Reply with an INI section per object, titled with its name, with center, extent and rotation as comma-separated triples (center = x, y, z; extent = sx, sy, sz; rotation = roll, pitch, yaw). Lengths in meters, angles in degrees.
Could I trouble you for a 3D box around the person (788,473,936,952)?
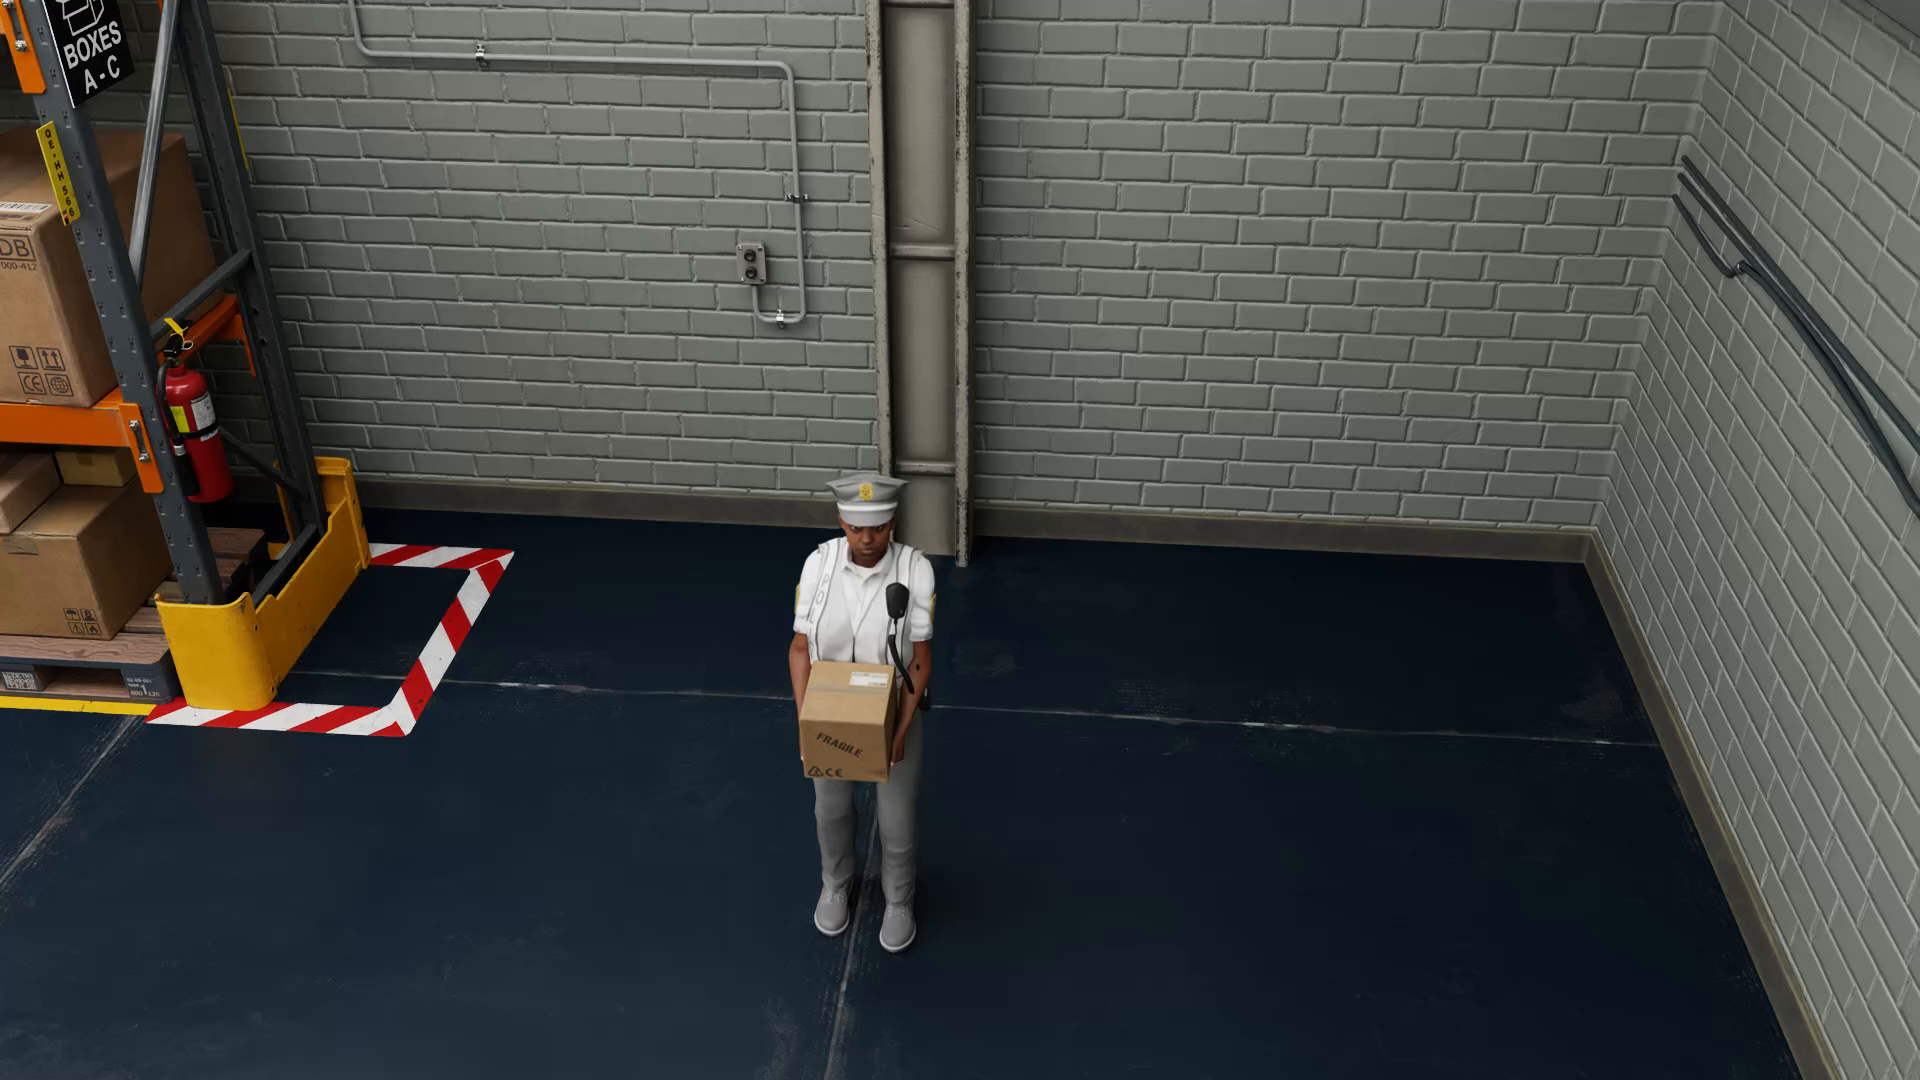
[person]
center = -0.307, 0.575, 5.204
extent = 0.451, 1.682, 0.537
rotation = 3, 32, 5
